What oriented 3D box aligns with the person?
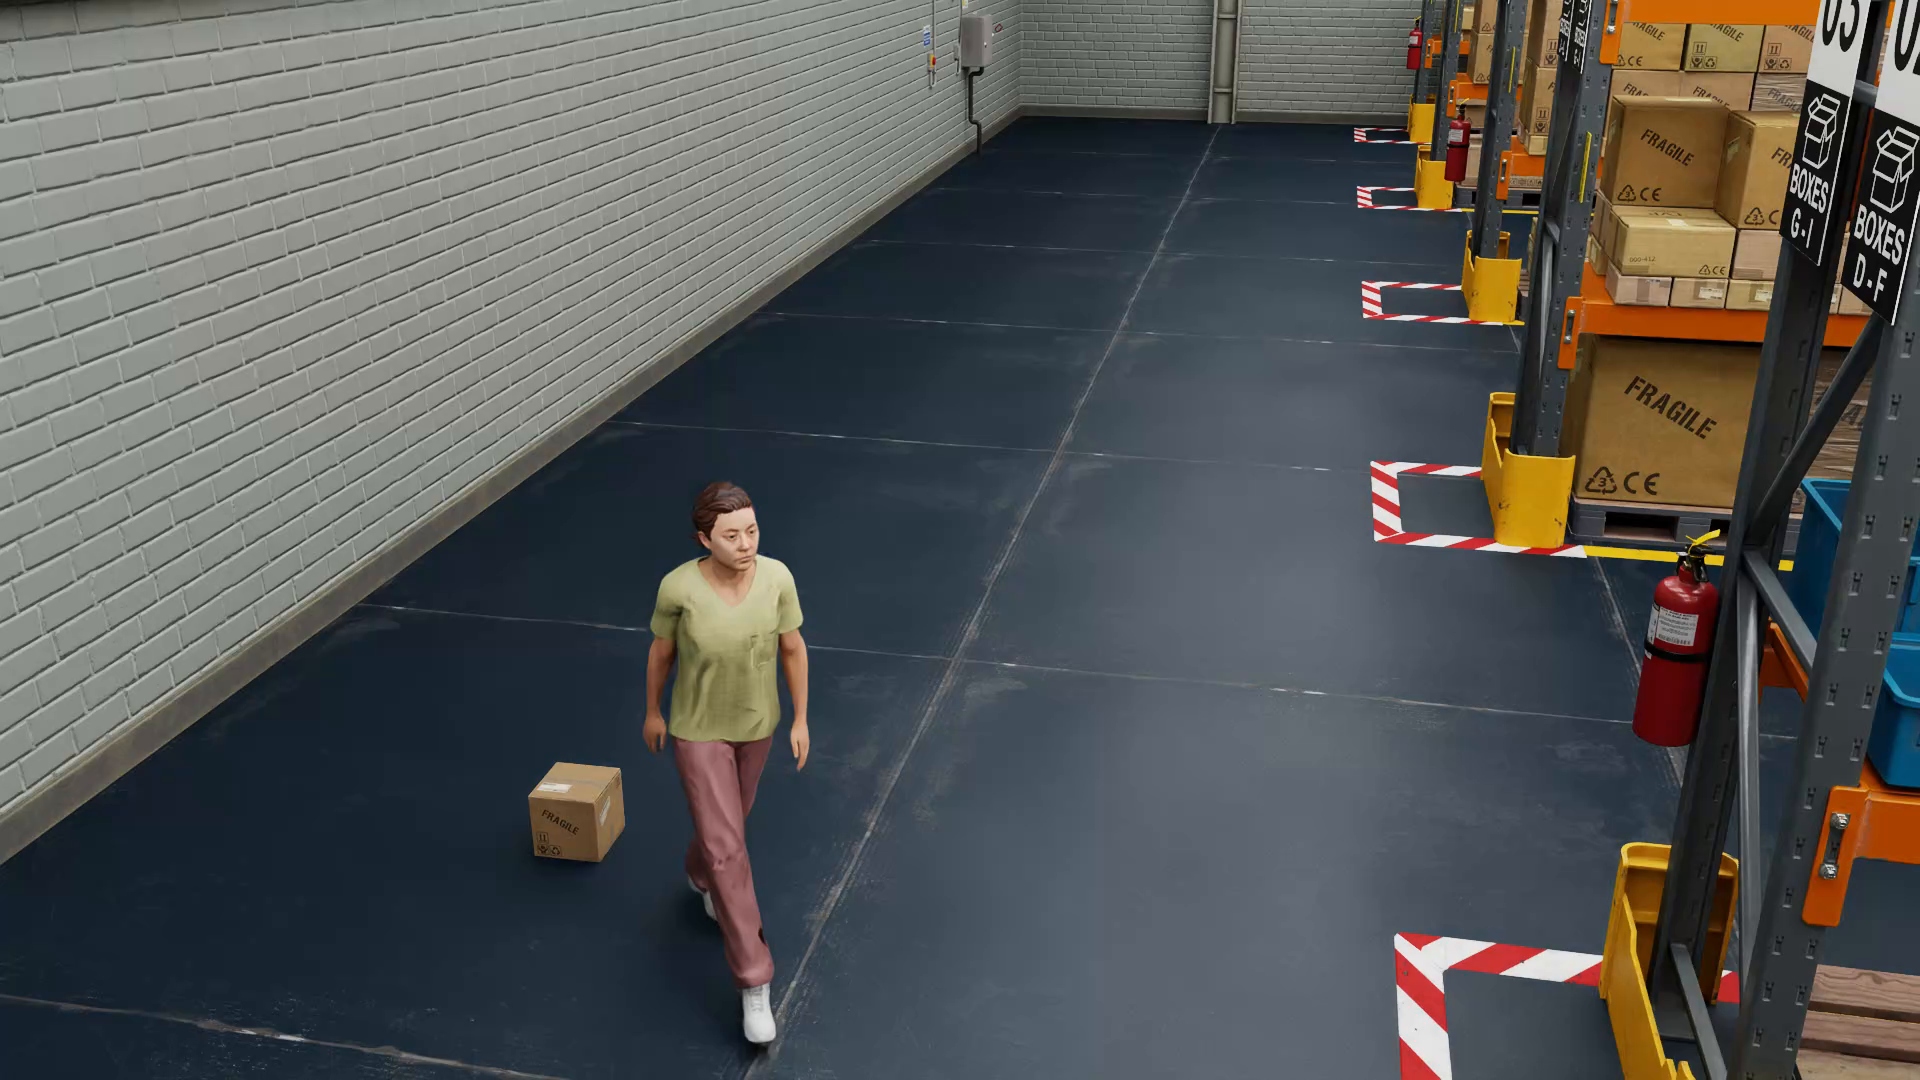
[{"bbox_3d":[-0.675,0.583,5.101,0.470,1.610,0.950,-12,25,-27],"label":"person"}]
